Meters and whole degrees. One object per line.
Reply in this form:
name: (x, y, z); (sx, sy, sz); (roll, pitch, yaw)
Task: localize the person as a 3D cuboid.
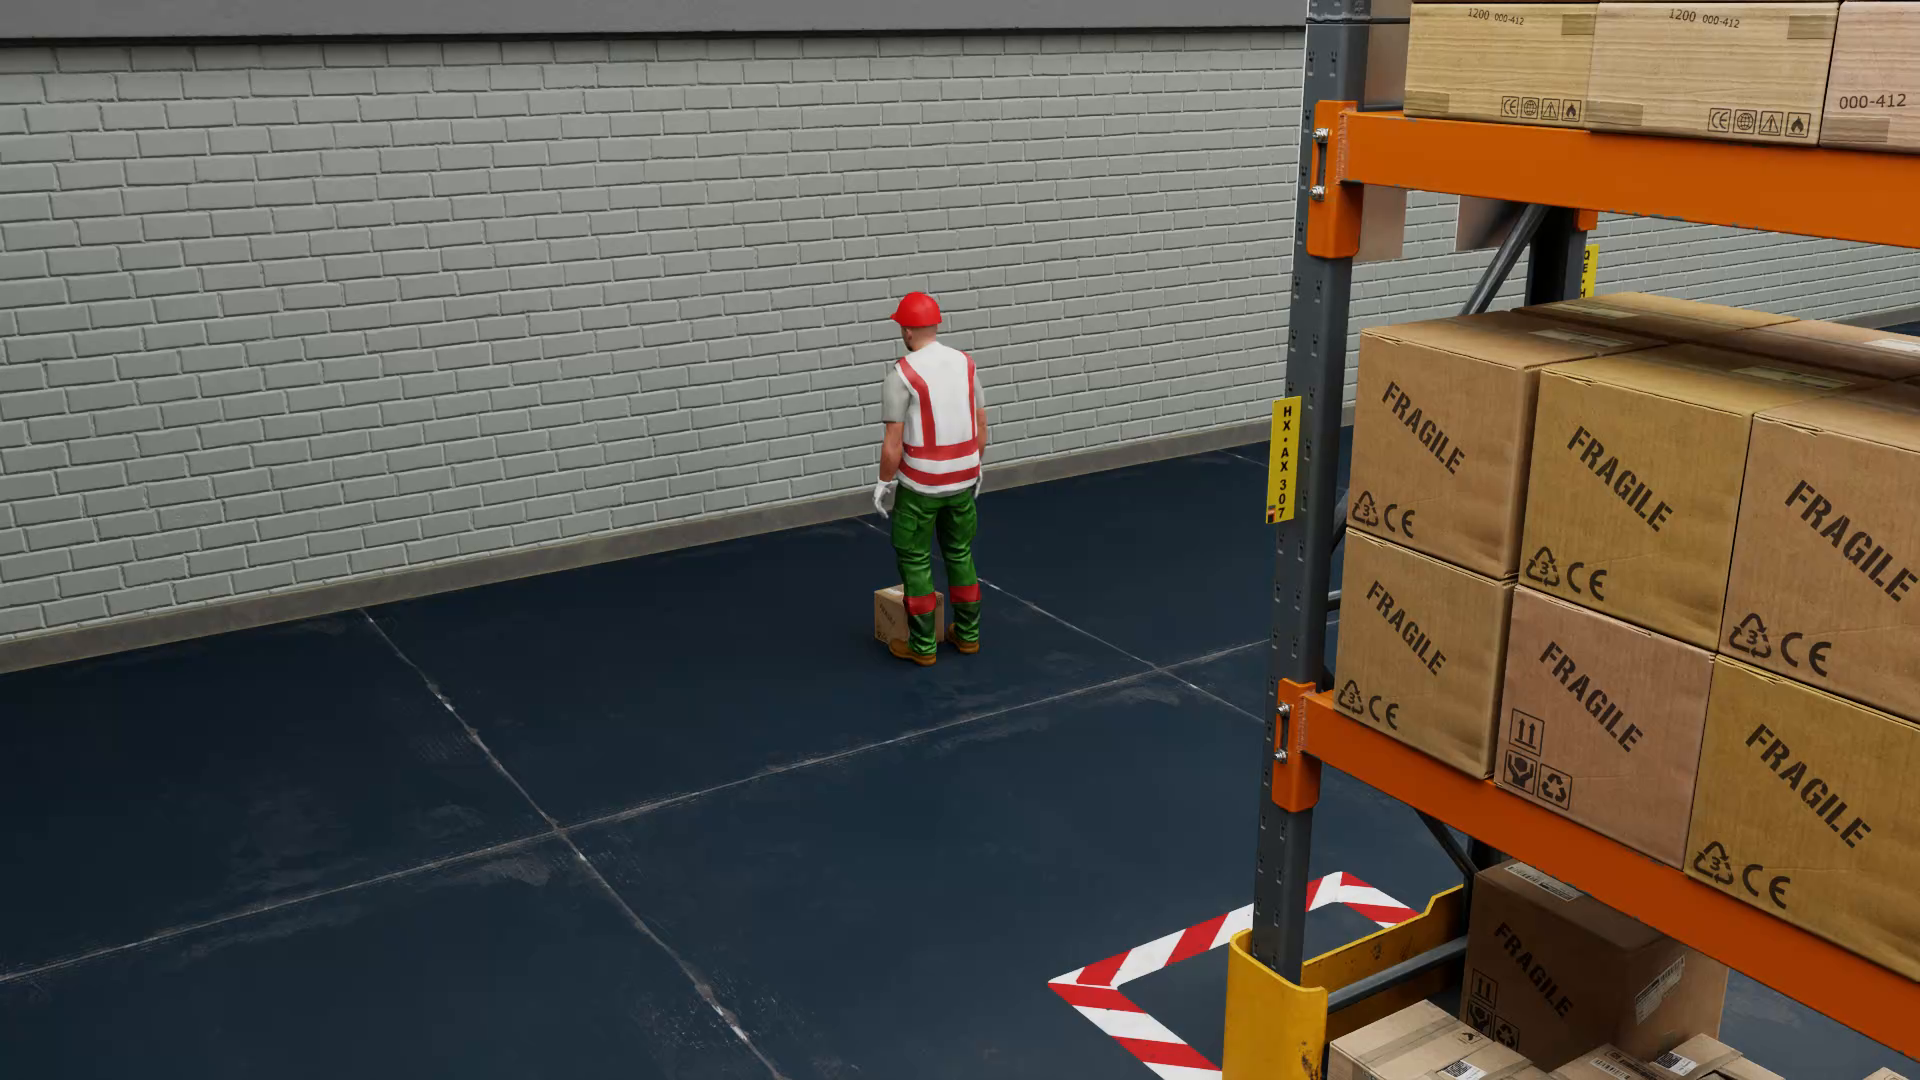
person: (-0.140, -0.286, 7.914); (0.621, 1.779, 0.453); (-12, 21, -33)
